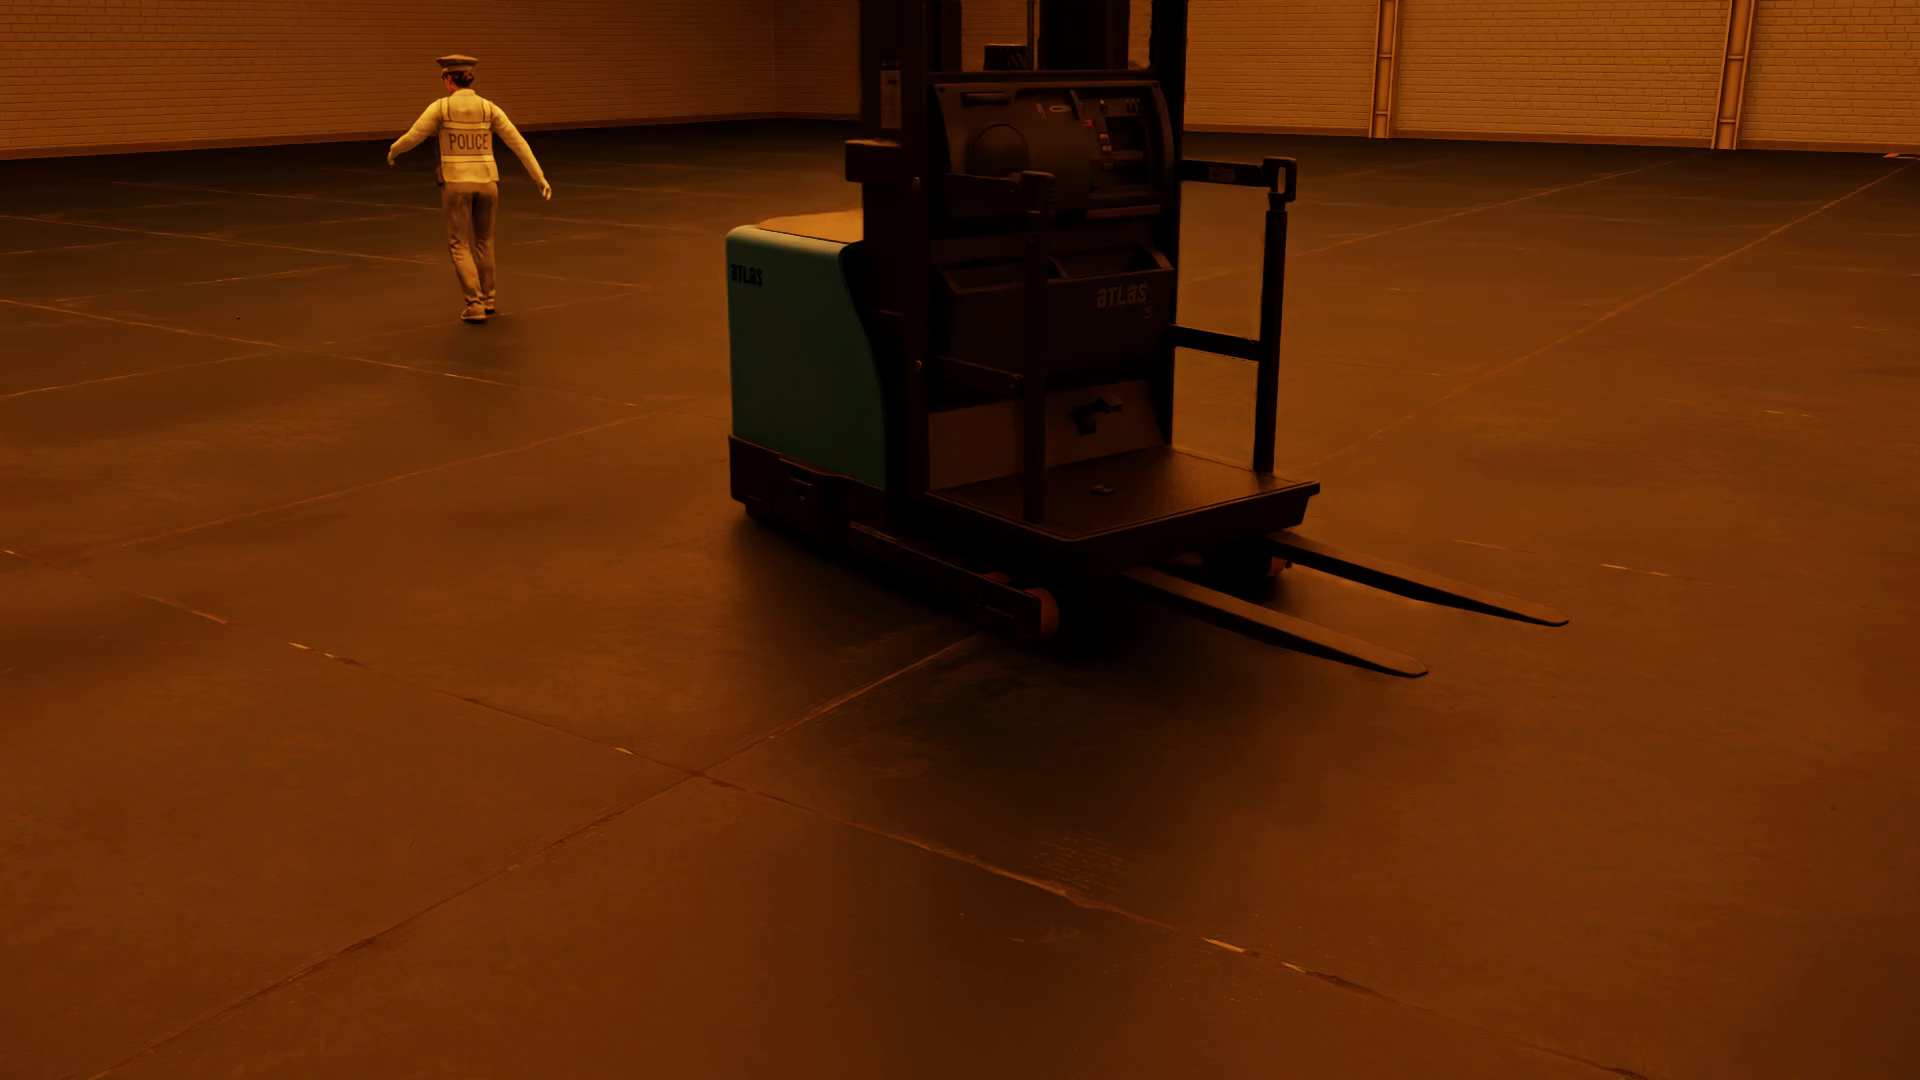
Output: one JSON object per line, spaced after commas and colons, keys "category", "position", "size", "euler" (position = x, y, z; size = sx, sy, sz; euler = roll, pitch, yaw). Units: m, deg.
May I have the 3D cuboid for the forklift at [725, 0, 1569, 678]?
{"category": "forklift", "position": [0.440, -1.259, 5.041], "size": [1.130, 2.935, 3.031], "euler": [-13, 21, -36]}

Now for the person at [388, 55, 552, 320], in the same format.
{"category": "person", "position": [-3.115, -2.244, 10.633], "size": [0.901, 1.650, 0.695], "euler": [-10, 19, -29]}
